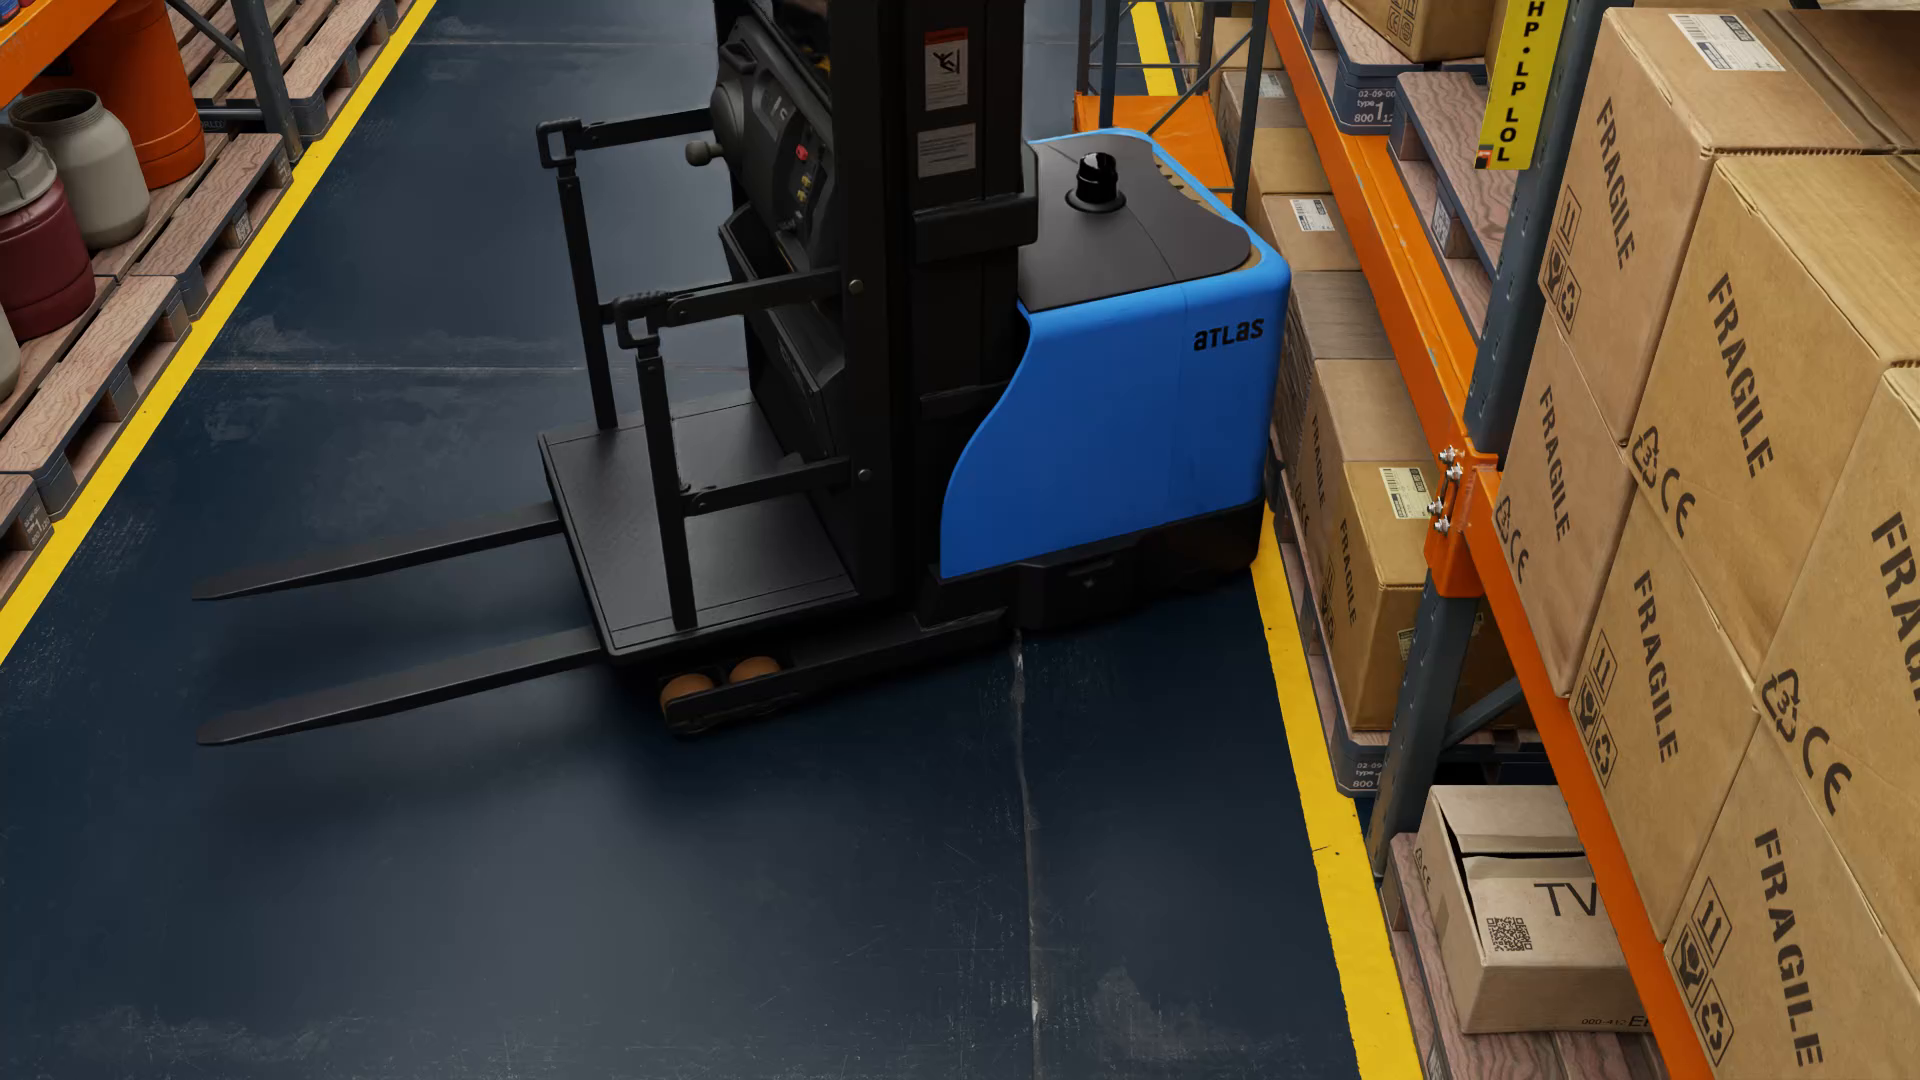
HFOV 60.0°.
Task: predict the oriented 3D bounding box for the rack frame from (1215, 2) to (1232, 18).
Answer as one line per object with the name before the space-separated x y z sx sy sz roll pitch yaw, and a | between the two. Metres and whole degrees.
rack frame | 1.536 -2.855 6.414 1.000 3.000 0.127 0 39 0

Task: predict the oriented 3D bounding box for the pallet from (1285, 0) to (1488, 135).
pallet | 1.543 -1.564 4.957 1.003 0.211 1.213 0 39 0

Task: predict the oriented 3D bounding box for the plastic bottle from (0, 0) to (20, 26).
plastic bottle | -3.030 -1.768 5.097 0.144 0.351 0.185 0 39 0

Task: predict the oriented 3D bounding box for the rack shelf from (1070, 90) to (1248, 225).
rack shelf | 0.695 -1.328 5.996 0.538 0.185 1.000 0 39 0

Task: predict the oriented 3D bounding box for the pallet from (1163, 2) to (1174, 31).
pallet | 1.576 -3.043 8.878 1.003 0.211 1.213 0 39 0

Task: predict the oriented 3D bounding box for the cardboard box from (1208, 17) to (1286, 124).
cardboard box | 1.251 -1.767 6.703 0.500 0.500 0.500 2 39 2

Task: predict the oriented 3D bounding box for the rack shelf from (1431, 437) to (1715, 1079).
rack shelf | 1.543 1.178 1.957 1.077 0.370 4.000 0 39 0

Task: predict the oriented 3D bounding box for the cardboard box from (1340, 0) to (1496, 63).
cardboard box | 1.477 -1.661 4.509 0.700 0.500 0.500 -9 40 -11

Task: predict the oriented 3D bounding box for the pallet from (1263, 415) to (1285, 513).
pallet | 1.498 -0.539 5.754 1.003 0.211 1.213 0 39 0

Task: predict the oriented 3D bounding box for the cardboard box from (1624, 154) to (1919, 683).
cardboard box | 1.261 -0.165 2.178 0.500 0.500 0.500 -1 39 -1

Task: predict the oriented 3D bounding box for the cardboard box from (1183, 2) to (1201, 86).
cardboard box | 1.292 -2.275 7.553 0.500 0.250 0.500 1 39 1

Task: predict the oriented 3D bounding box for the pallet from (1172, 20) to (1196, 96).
pallet | 1.574 -2.282 7.929 1.003 0.211 1.213 0 39 0

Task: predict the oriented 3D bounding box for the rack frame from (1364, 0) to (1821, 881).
rack frame | 1.541 -0.354 3.293 1.000 3.000 0.127 0 39 0

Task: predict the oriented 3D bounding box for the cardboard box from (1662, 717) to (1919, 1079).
cardboard box | 1.271 0.559 2.074 0.500 0.500 0.500 0 39 0

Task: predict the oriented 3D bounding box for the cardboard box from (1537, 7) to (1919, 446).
cardboard box | 1.260 -0.488 2.581 0.500 0.500 0.500 1 39 1

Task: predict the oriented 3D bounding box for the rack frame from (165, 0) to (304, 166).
rack frame | -3.417 -2.854 6.413 1.000 3.000 0.127 0 39 0

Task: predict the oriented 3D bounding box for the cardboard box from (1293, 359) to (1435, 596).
cardboard box | 1.261 -0.167 4.707 0.500 0.500 0.500 0 39 0

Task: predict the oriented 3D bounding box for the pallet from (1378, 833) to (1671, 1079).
pallet | 1.541 1.164 3.629 1.003 0.211 1.213 0 39 0

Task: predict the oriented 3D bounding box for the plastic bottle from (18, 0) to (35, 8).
plastic bottle | -2.989 -1.841 5.242 0.061 0.283 0.133 0 39 0

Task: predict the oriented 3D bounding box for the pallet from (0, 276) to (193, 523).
pallet | -3.376 -0.512 5.720 1.003 0.211 1.213 0 39 0

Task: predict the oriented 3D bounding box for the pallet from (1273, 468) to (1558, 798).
pallet | 1.502 0.226 4.799 1.003 0.211 1.213 0 39 0

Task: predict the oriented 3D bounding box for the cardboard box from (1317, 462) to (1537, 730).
cardboard box | 1.254 0.142 4.322 0.500 0.500 0.500 0 39 0

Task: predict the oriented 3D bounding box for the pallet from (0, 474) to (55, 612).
pallet | -3.372 0.253 4.765 1.003 0.211 1.213 0 39 0

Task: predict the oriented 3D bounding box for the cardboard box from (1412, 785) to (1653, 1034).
cardboard box | 1.325 0.786 3.668 0.500 0.311 0.500 0 39 0

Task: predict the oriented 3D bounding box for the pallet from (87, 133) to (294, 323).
pallet | -3.375 -1.273 6.669 1.003 0.211 1.213 0 39 0

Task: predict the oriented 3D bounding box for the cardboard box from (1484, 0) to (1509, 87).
cardboard box | 1.700 -1.283 4.037 0.700 0.500 0.500 6 39 7

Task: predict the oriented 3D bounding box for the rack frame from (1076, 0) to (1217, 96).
rack frame | 0.693 -1.787 6.280 0.500 1.500 0.032 0 39 0

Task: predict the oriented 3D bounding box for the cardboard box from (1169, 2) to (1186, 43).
cardboard box | 1.287 -2.597 7.955 0.500 0.250 0.500 0 39 -1

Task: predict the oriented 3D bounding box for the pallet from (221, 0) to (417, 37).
pallet | -3.378 -3.011 8.839 1.003 0.211 1.213 0 39 0

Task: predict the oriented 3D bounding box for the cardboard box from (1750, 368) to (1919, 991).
cardboard box | 1.261 0.156 1.777 0.500 0.500 0.500 -1 39 -1

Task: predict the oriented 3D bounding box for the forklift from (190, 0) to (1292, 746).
forklift | -0.657 -0.986 4.136 3.031 2.935 1.130 -14 41 -16

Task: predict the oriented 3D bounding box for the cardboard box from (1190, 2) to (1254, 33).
cardboard box | 1.289 -2.492 7.376 0.500 0.311 0.500 1 39 1

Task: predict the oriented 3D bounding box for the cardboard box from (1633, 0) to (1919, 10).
cardboard box | 1.764 -0.853 3.500 0.700 0.500 0.500 -13 40 -15

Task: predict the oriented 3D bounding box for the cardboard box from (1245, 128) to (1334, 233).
cardboard box | 1.253 -1.125 5.903 0.500 0.500 0.500 -1 39 -1

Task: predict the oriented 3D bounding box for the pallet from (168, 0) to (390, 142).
pallet | -3.379 -2.250 7.889 1.003 0.211 1.213 0 39 0

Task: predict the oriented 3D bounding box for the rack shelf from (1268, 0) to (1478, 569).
rack shelf | 1.538 -1.324 5.078 1.077 0.370 4.000 0 39 0

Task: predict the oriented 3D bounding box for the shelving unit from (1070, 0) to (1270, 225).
shelving unit | 0.695 -1.463 5.876 0.587 1.500 1.083 0 39 0

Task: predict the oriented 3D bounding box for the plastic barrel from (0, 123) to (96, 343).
plastic barrel | -3.398 -1.065 5.772 0.600 0.588 0.708 0 39 0

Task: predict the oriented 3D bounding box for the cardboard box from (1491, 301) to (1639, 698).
cardboard box | 1.269 -0.074 2.863 0.500 0.500 0.500 1 39 1

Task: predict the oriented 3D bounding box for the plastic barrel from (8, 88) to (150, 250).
plastic barrel | -3.310 -1.388 6.237 0.421 0.512 0.421 0 39 0

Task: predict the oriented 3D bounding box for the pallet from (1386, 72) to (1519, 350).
pallet | 1.649 -0.779 3.976 1.003 0.211 1.213 0 39 0

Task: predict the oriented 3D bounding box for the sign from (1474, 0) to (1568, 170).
sign | 0.986 -0.803 2.927 0.100 0.325 0.005 0 39 0

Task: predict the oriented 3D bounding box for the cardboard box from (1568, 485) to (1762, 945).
cardboard box | 1.273 0.246 2.464 0.500 0.500 0.500 1 39 1

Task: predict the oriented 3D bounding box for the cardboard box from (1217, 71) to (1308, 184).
cardboard box | 1.257 -1.439 6.294 0.500 0.500 0.500 -1 39 -2

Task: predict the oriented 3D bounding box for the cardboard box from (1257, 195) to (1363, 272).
cardboard box | 1.258 -0.799 5.496 0.500 0.500 0.500 -1 39 -2

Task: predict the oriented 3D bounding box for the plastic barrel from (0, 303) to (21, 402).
plastic barrel | -3.308 -0.682 5.356 0.421 0.512 0.421 0 39 0

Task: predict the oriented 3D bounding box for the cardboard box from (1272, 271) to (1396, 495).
cardboard box | 1.261 -0.481 5.099 0.500 0.500 0.500 0 39 1

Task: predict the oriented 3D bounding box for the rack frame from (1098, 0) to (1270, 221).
rack frame | 0.696 -1.151 5.487 0.500 1.500 0.032 0 39 0

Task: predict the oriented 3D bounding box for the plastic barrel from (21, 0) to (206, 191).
plastic barrel | -3.400 -1.865 6.578 0.600 0.830 0.708 0 39 0
